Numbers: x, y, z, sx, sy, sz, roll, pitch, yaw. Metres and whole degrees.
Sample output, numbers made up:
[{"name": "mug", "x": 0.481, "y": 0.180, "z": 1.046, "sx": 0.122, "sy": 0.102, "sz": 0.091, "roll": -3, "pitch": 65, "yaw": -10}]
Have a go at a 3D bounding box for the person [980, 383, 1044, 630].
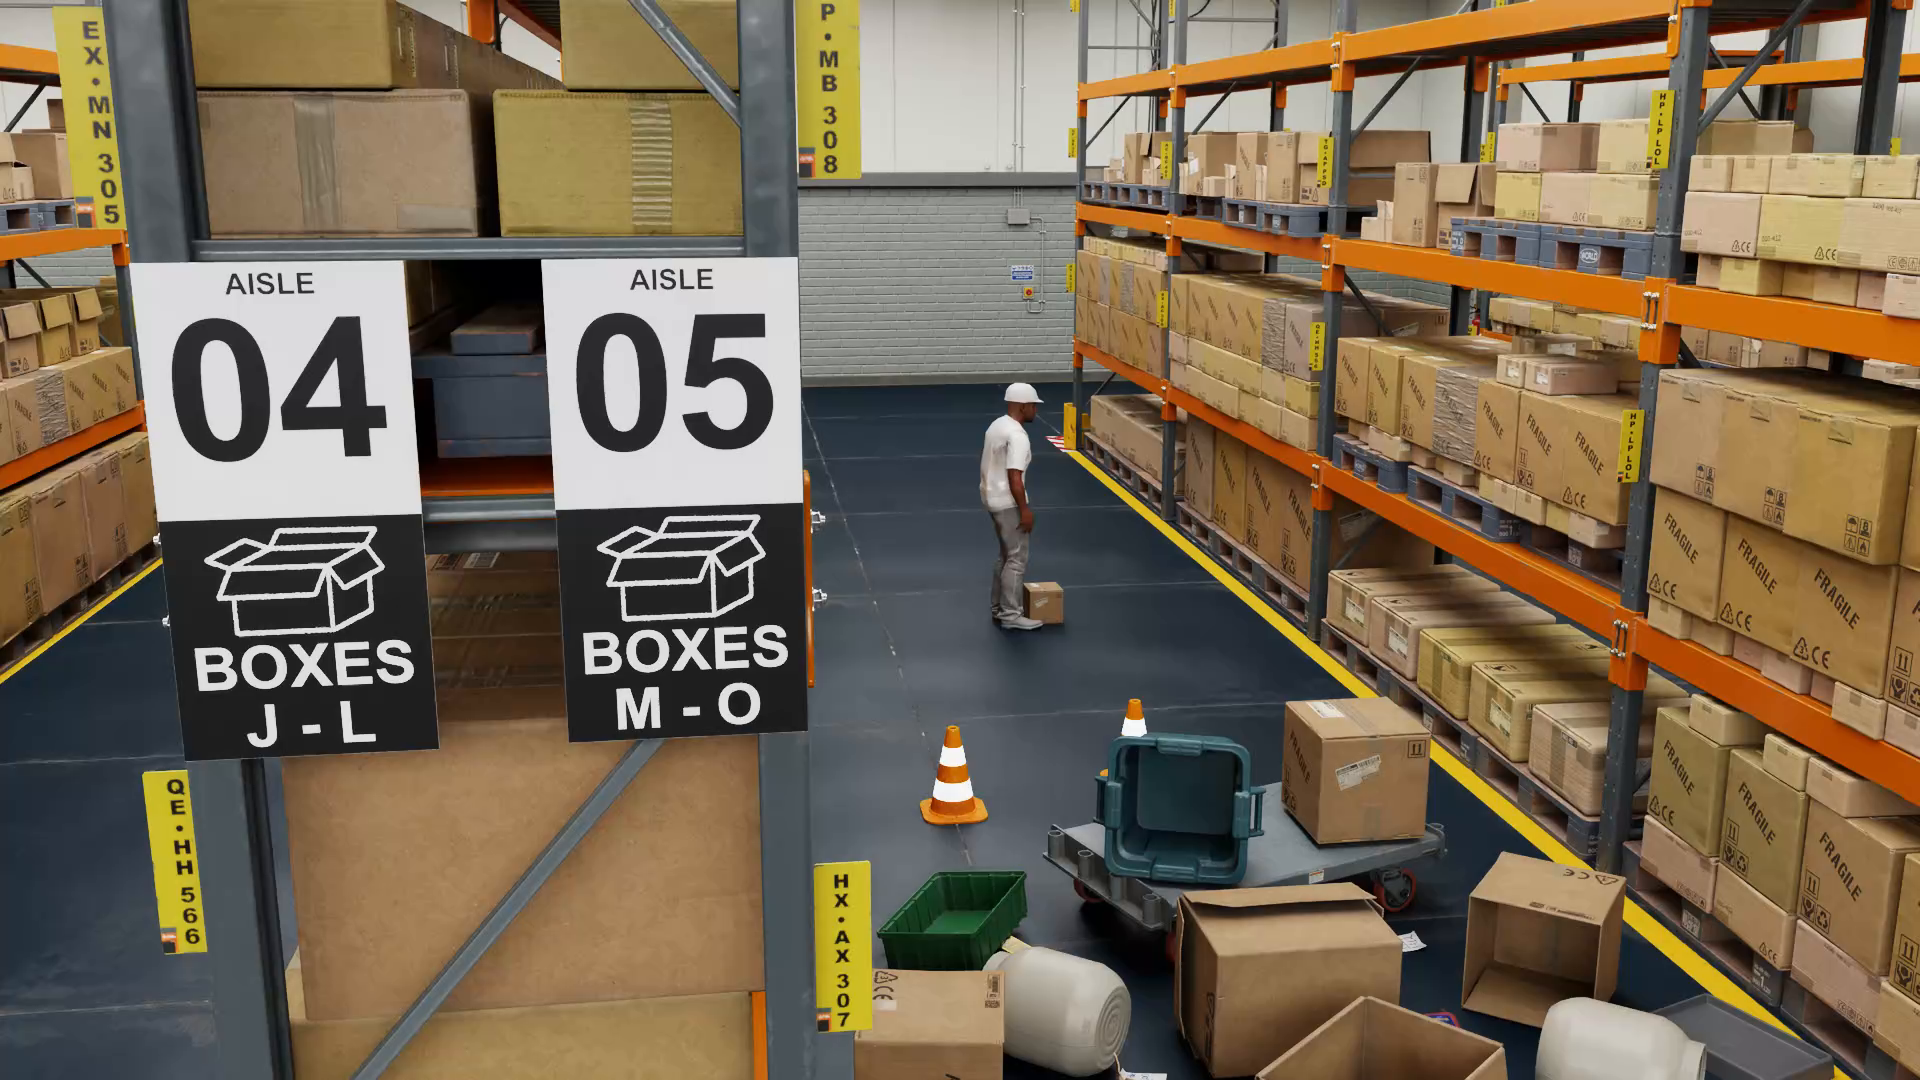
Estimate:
[{"name": "person", "x": 0.385, "y": -0.262, "z": 12.071, "sx": 0.455, "sy": 1.760, "sz": 0.635, "roll": -3, "pitch": 13, "yaw": -11}]
